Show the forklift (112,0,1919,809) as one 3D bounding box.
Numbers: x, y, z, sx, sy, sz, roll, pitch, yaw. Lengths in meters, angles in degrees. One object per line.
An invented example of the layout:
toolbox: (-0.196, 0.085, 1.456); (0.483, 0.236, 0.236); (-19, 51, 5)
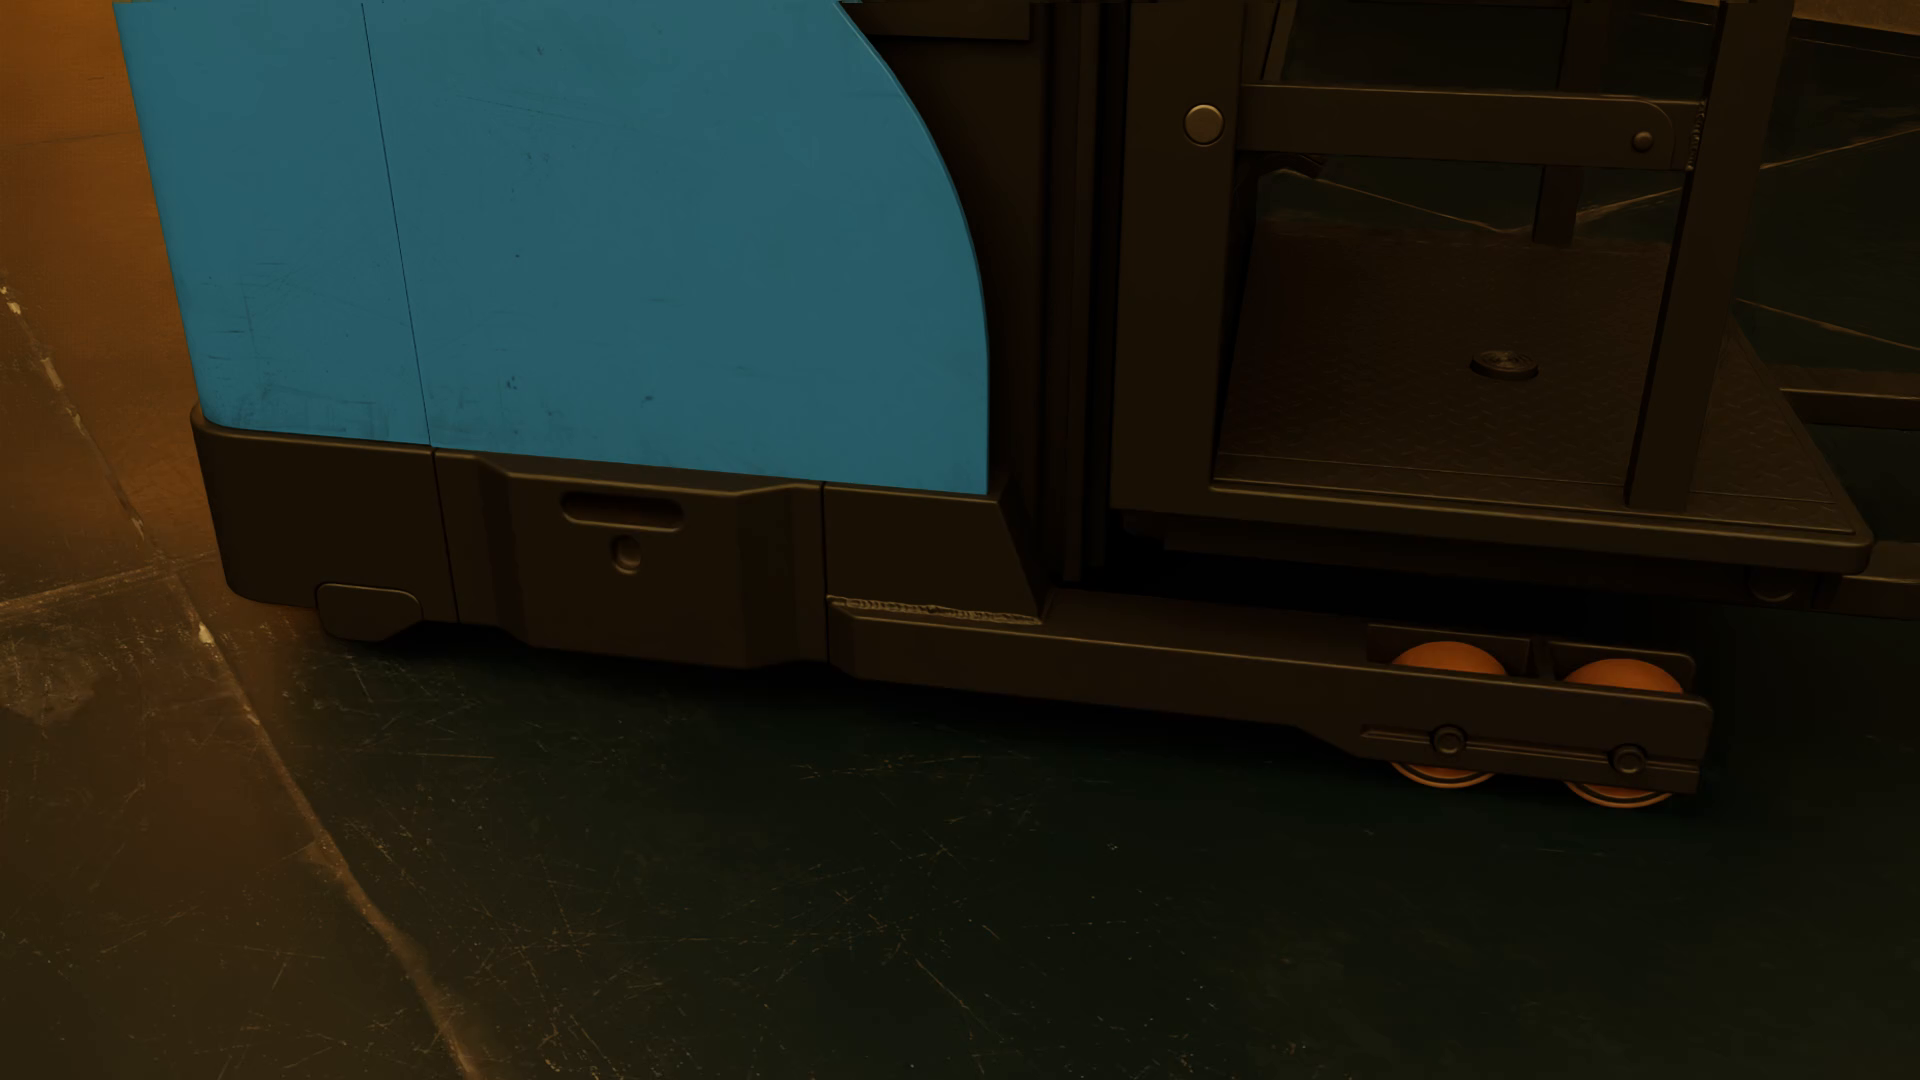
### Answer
forklift: (0.578, -1.266, 1.754); (3.031, 2.935, 1.130); (5, 27, 10)
